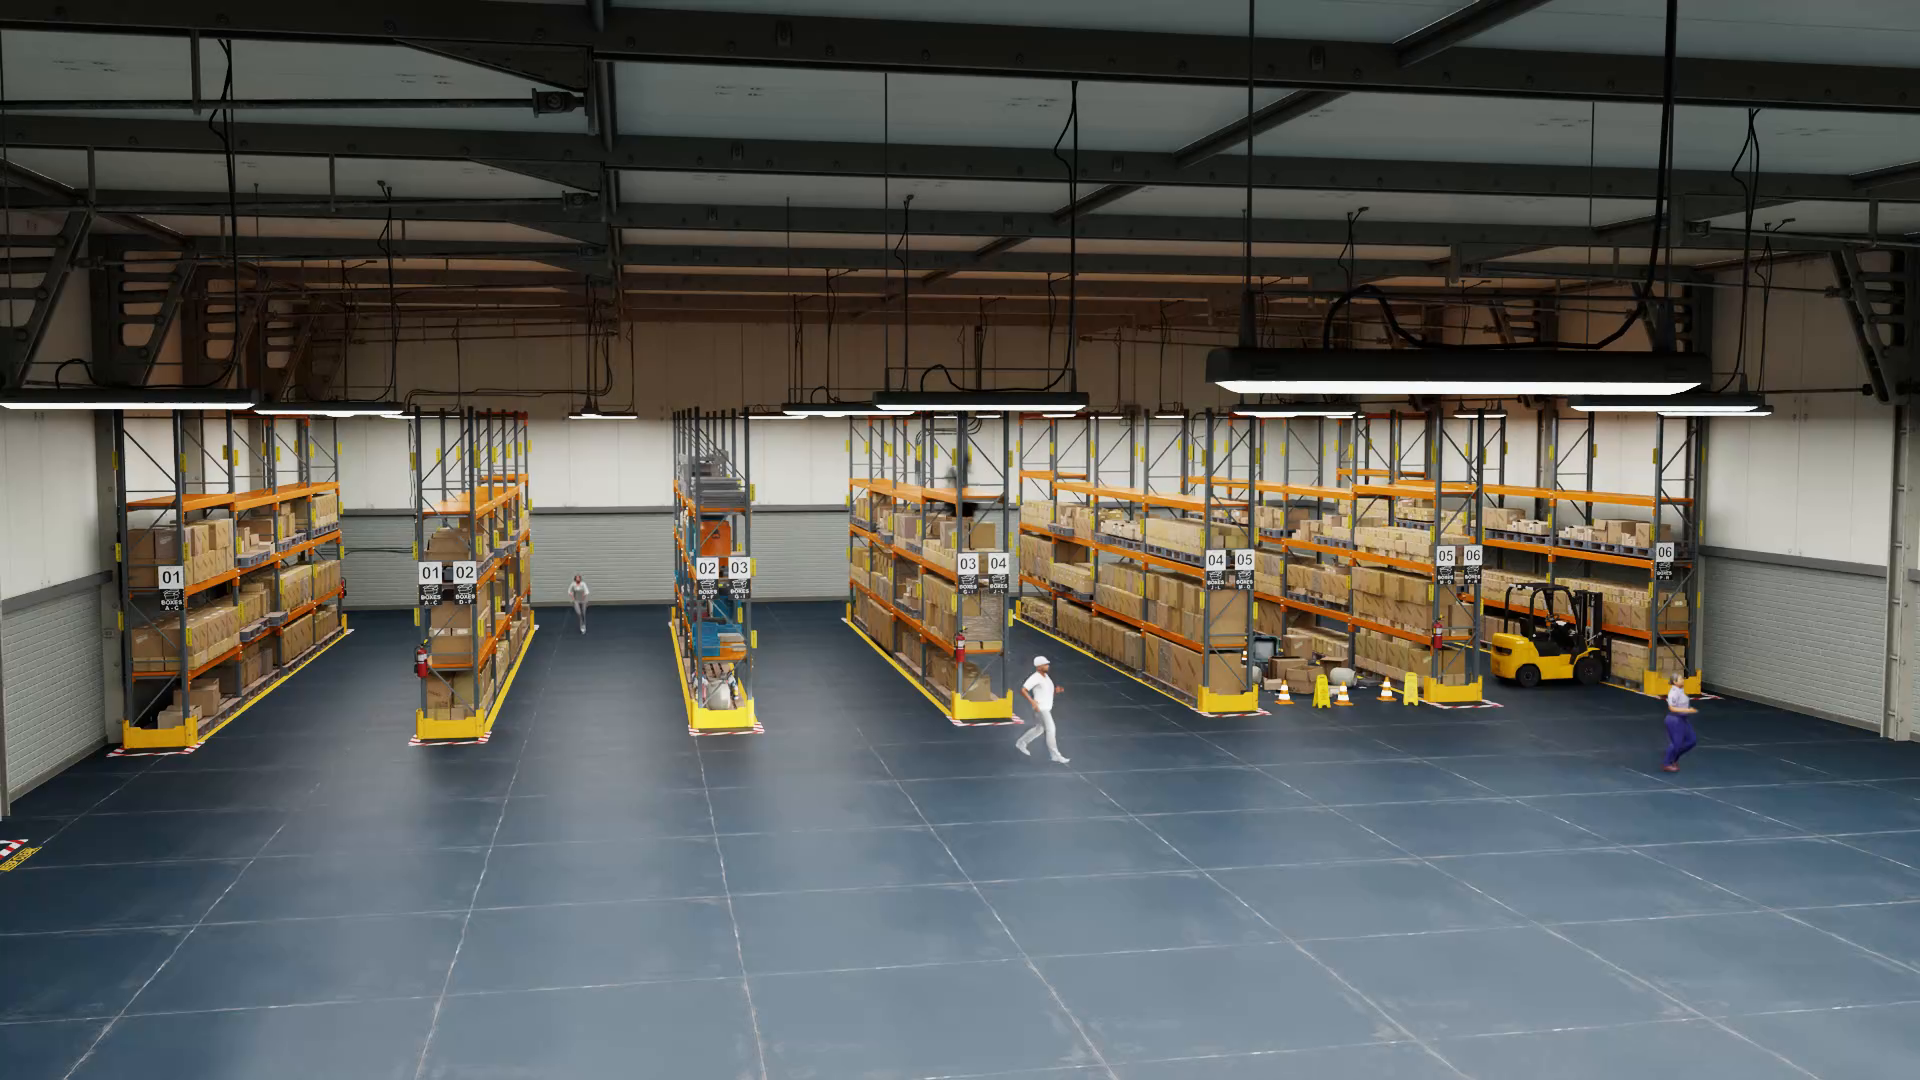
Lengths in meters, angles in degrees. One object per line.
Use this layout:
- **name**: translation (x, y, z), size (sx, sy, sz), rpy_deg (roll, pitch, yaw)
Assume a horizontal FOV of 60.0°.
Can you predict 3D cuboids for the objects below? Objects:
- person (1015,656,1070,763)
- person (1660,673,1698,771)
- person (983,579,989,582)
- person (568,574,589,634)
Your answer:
- **person**: translation (1.381, 2.826, 27.916), size (0.989, 1.754, 0.700), rpy_deg (1, 4, 17)
- **person**: translation (11.772, 2.981, 27.149), size (0.576, 1.618, 0.591), rpy_deg (3, 5, 38)
- **person**: translation (0.881, 1.582, 46.118), size (0.677, 1.727, 0.600), rpy_deg (-1, 4, -9)
- **person**: translation (-10.345, 1.718, 45.165), size (0.546, 1.605, 0.778), rpy_deg (-1, 4, -18)
